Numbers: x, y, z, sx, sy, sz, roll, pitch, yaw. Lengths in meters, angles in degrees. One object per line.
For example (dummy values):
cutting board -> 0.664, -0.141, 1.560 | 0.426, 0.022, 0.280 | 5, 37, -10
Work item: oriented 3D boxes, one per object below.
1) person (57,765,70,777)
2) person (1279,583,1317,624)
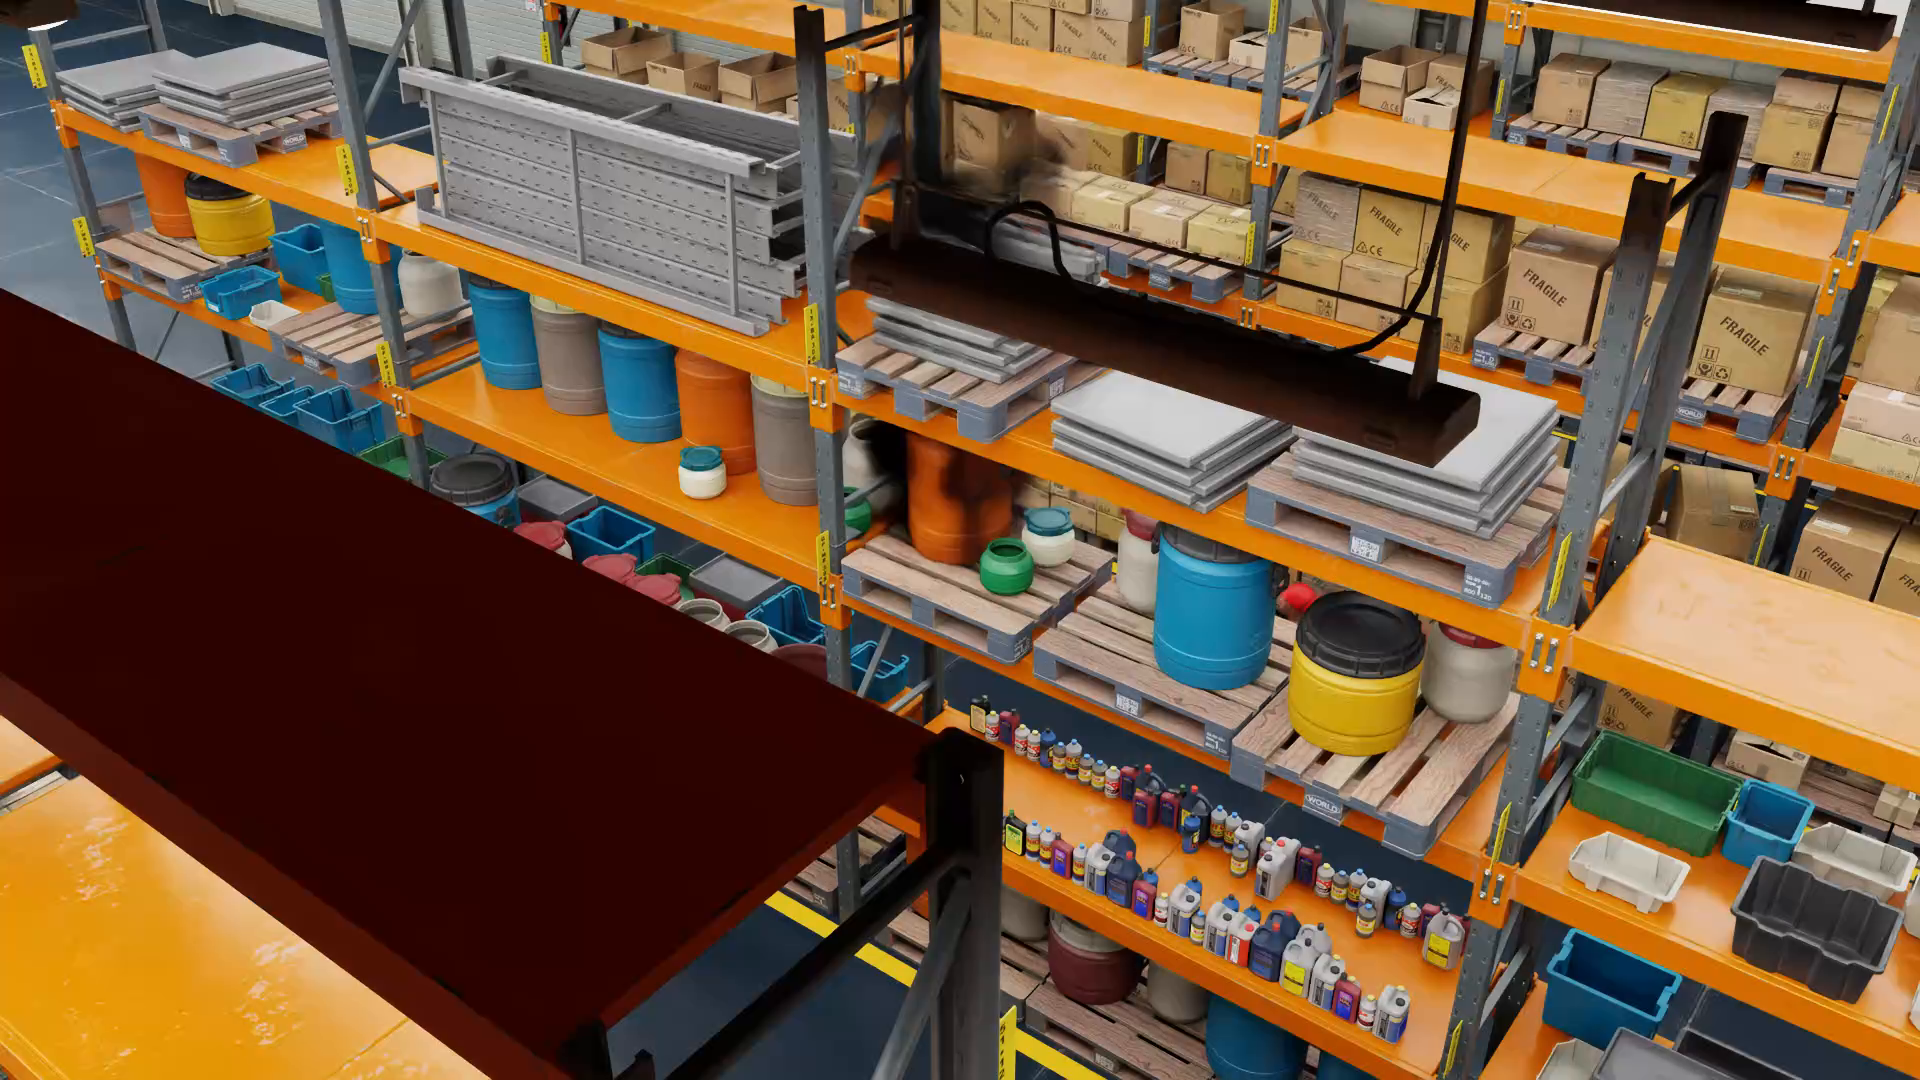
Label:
person -> -6.179, 1.525, 11.187 | 0.586, 1.679, 0.659 | 12, 33, 19
person -> 2.335, 1.044, 11.888 | 0.586, 1.746, 0.661 | 18, 36, 27
